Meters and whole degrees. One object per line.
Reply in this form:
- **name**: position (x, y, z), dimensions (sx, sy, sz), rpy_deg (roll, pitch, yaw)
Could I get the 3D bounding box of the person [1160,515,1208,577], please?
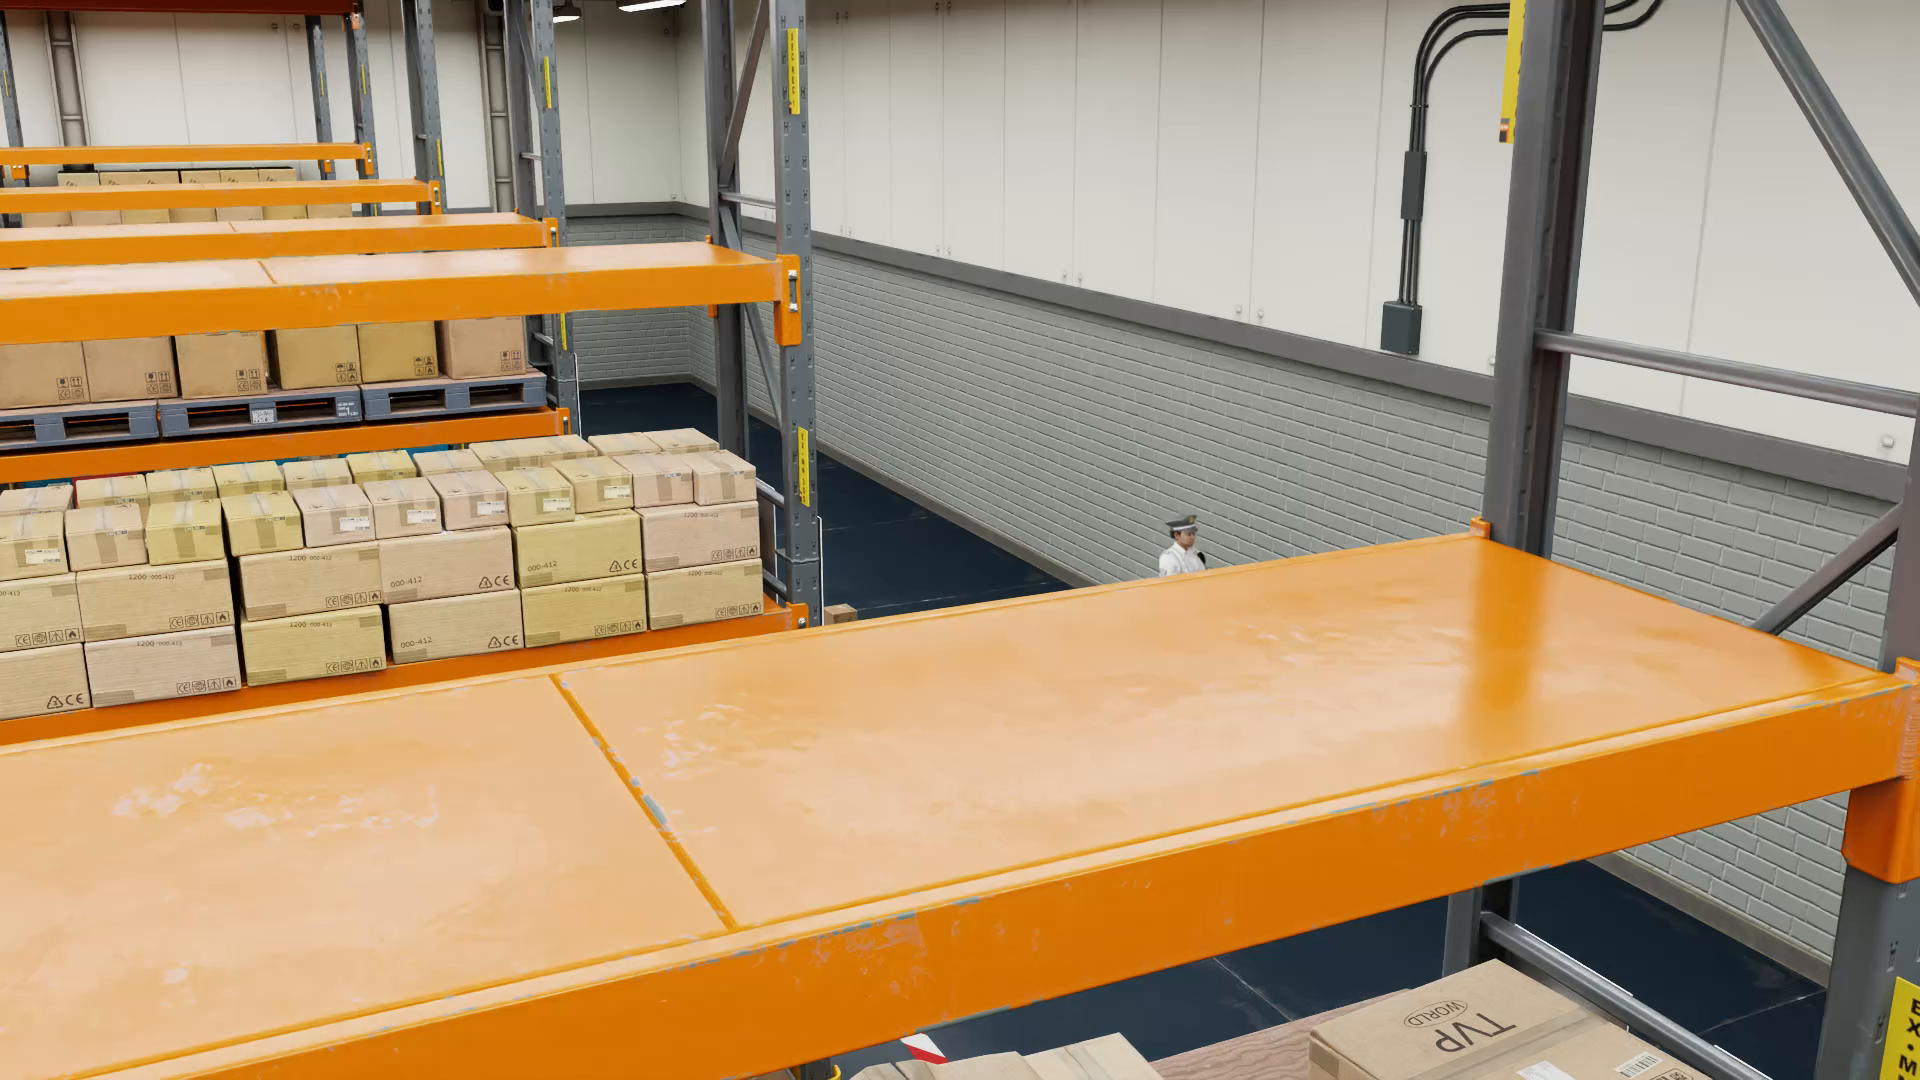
- **person**: position (1.809, 0.605, 13.489), dimensions (0.470, 1.689, 0.342), rpy_deg (-15, 21, -42)
